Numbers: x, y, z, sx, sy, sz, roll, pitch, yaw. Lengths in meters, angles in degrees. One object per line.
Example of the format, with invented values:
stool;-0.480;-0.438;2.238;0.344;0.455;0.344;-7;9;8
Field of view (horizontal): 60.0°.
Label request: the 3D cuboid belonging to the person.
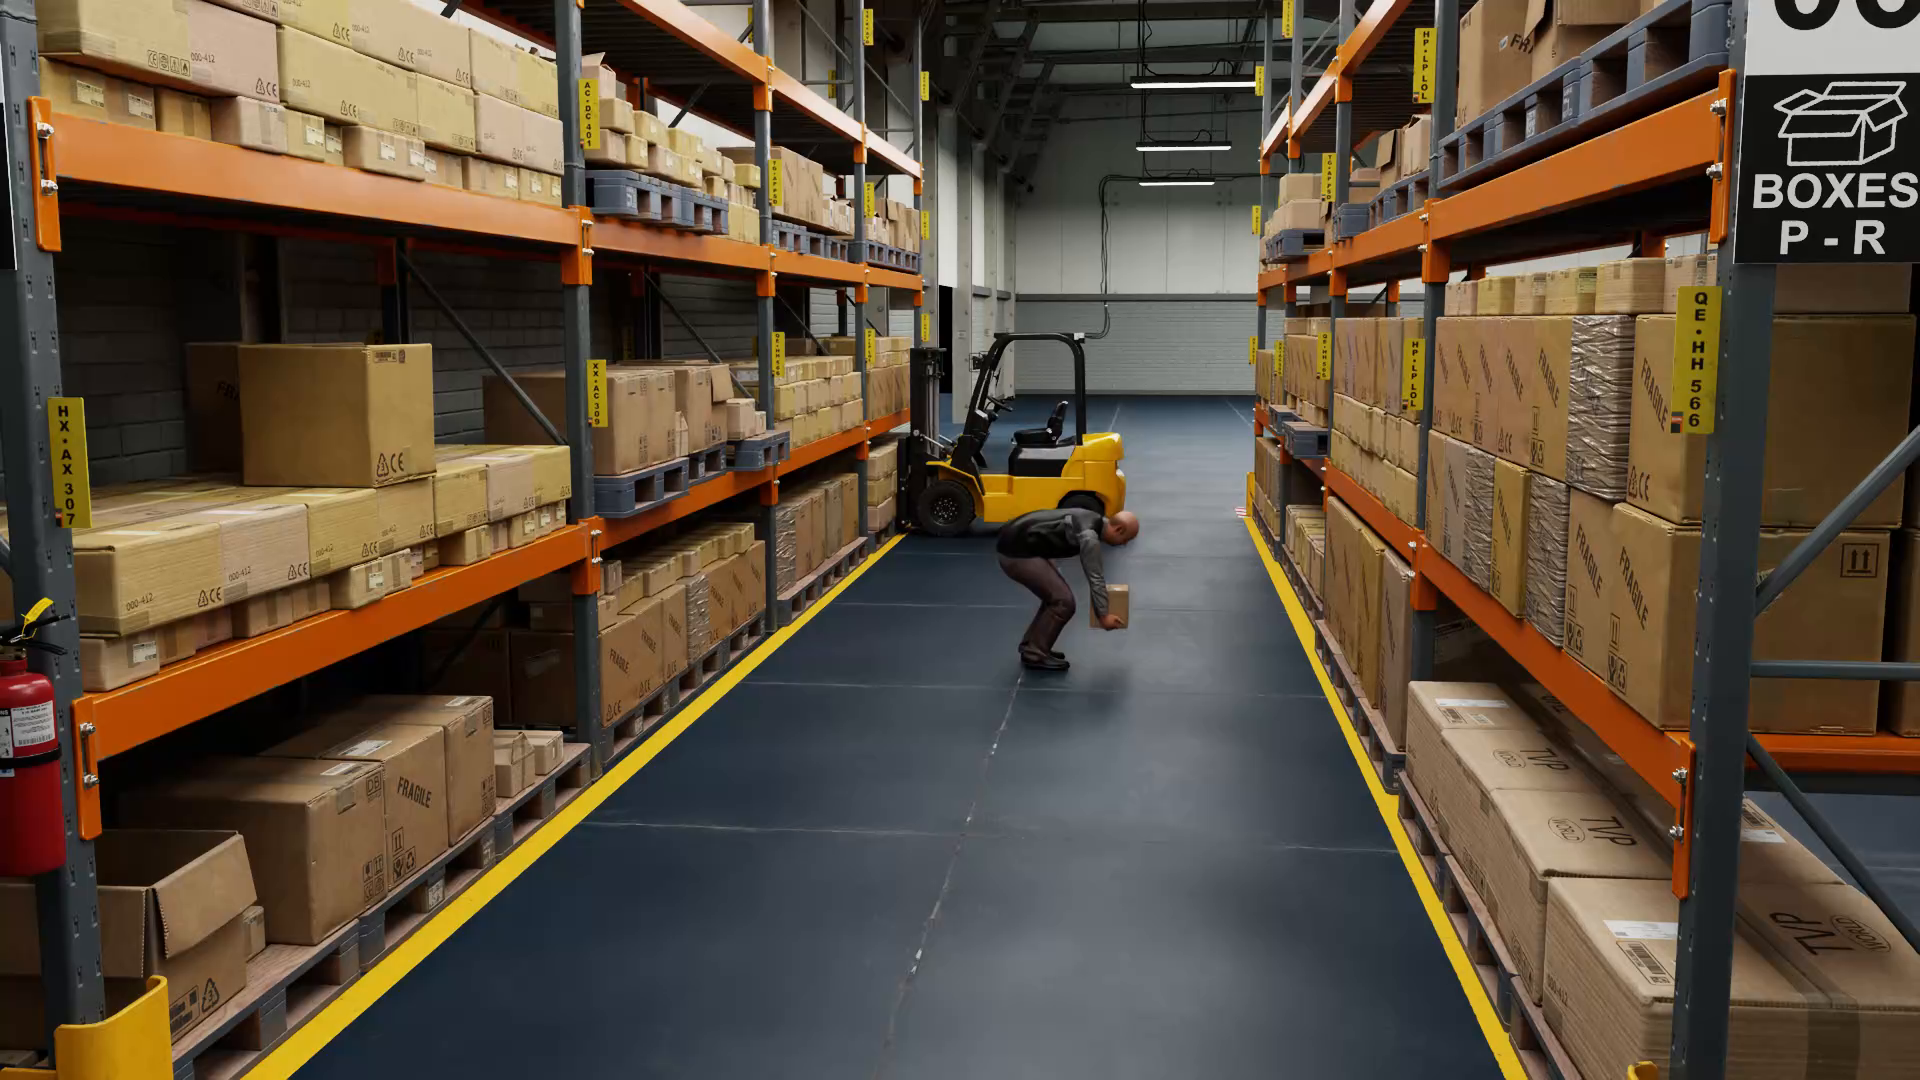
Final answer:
person;0.717;0.310;11.054;0.931;1.063;0.498;0;8;3
